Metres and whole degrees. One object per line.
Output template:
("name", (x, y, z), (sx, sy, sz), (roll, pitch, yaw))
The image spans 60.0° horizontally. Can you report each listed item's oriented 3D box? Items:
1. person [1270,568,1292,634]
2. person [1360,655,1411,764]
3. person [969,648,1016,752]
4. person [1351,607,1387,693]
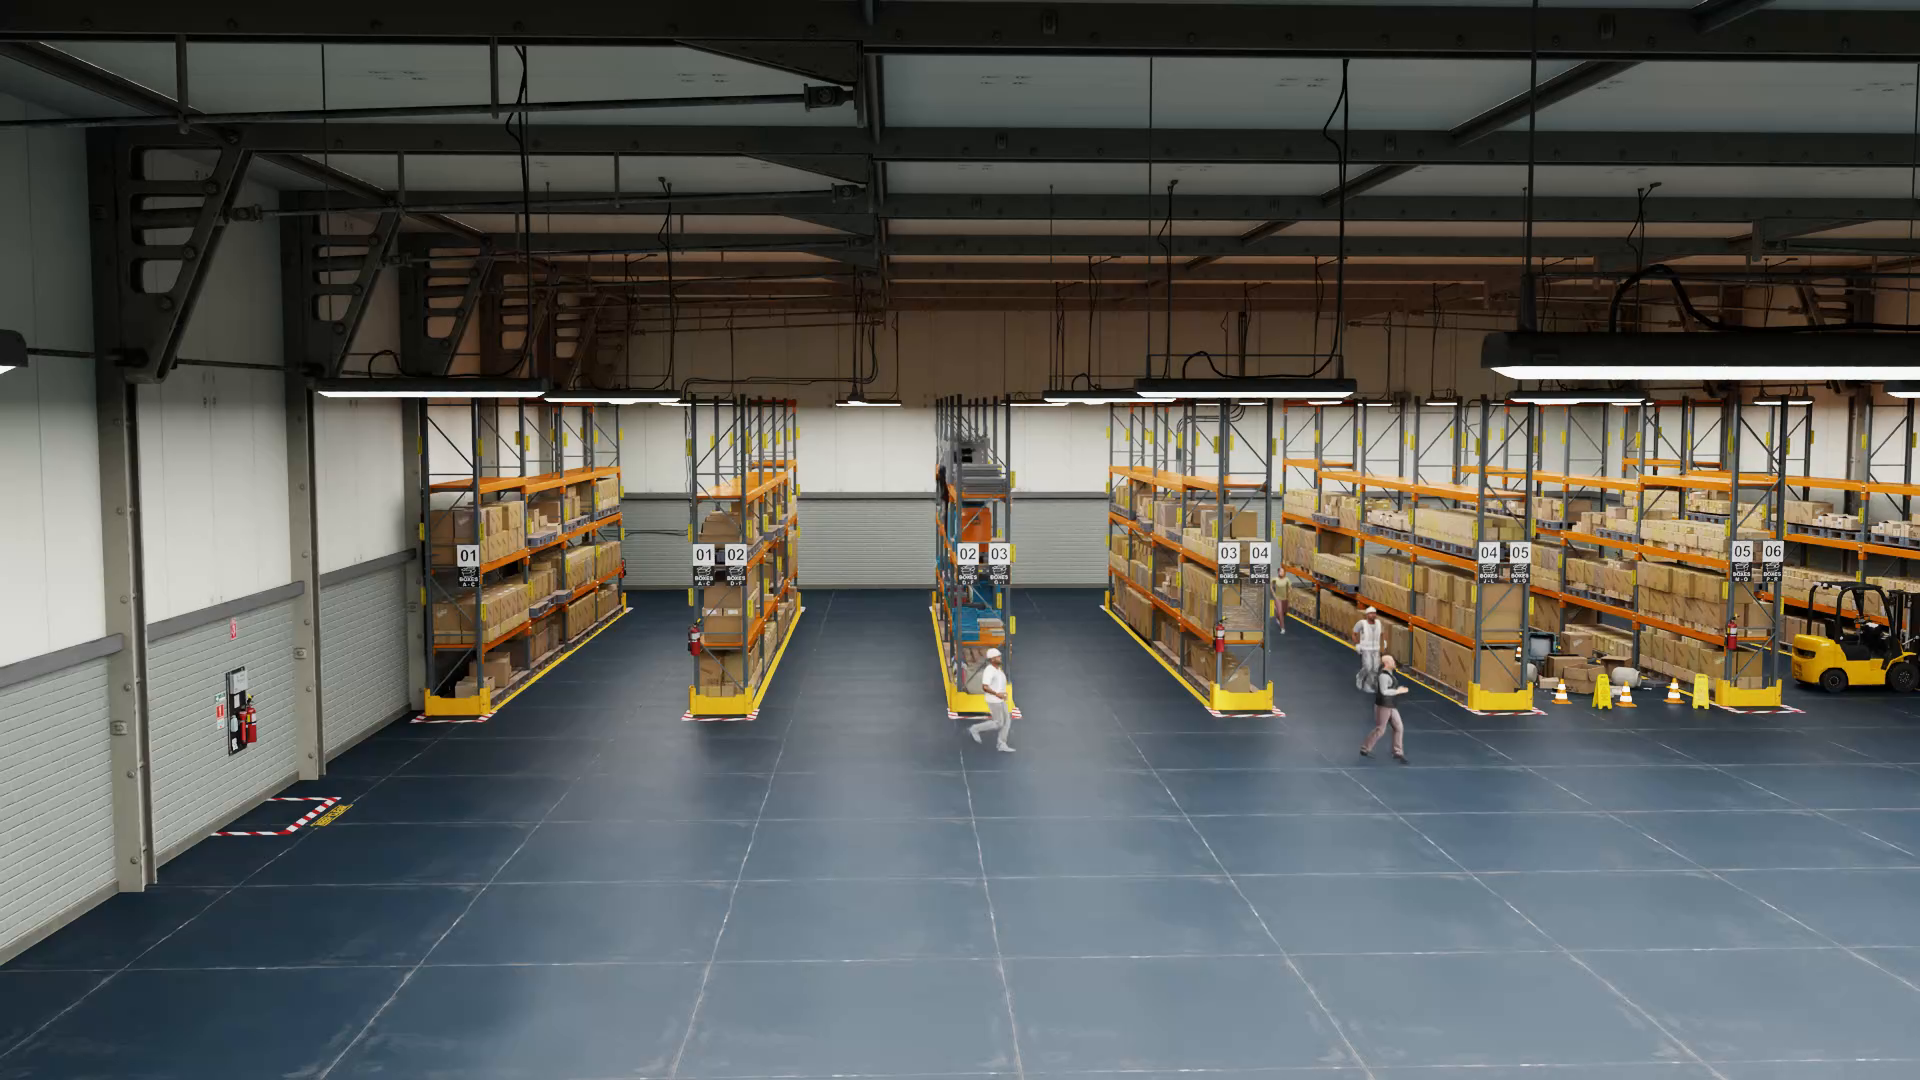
("person", (8.289, 1.539, 42.870), (0.548, 1.667, 1.089), (0, 5, -4))
("person", (6.889, 2.731, 26.869), (0.801, 1.755, 0.654), (2, 5, 27))
("person", (0.561, 2.673, 27.782), (0.787, 1.734, 0.698), (1, 5, 17))
("person", (8.285, 2.213, 33.545), (0.694, 1.746, 0.589), (-1, 5, -15))
